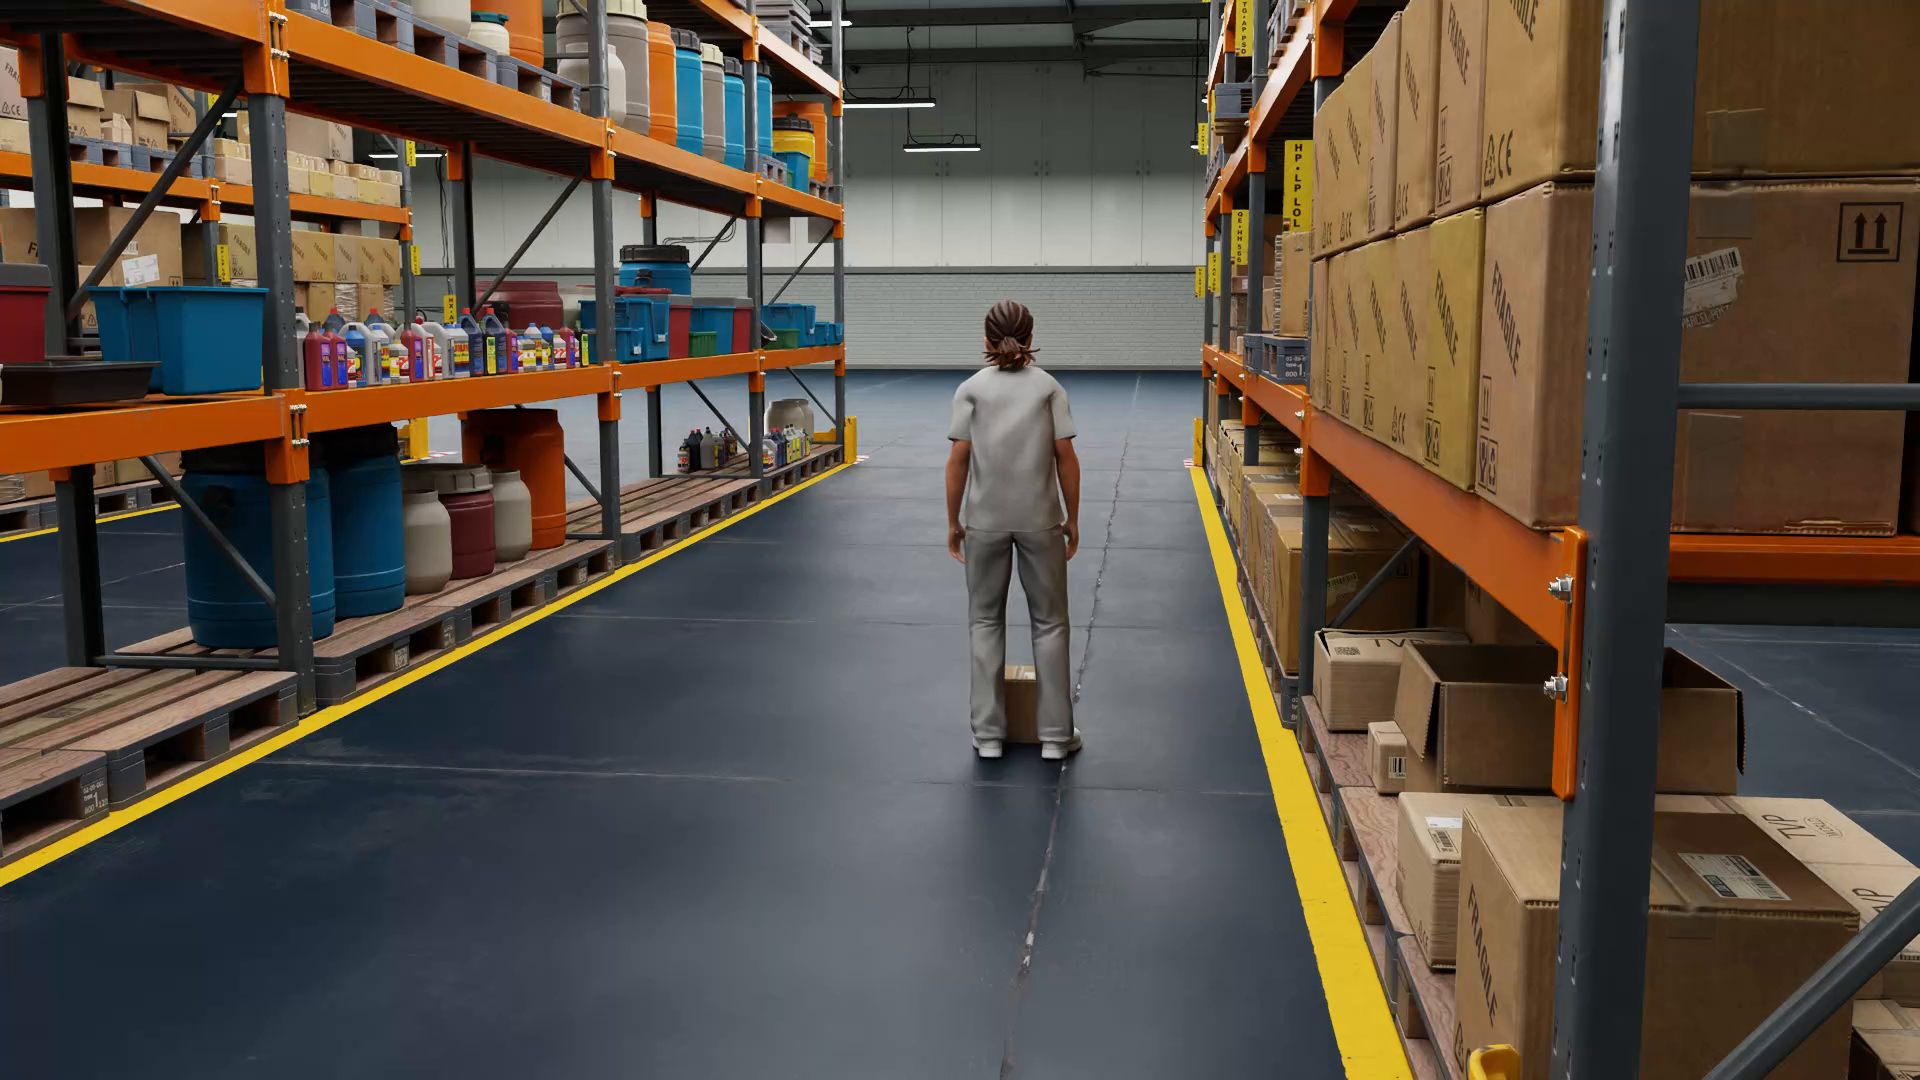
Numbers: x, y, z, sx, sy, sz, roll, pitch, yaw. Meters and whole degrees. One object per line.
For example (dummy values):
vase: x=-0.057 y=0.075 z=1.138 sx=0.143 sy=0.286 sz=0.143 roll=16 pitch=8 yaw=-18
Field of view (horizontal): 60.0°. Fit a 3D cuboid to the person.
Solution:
person: x=0.211 y=-0.038 z=6.084 sx=0.485 sy=1.672 sz=0.360 roll=1 pitch=8 yaw=6
